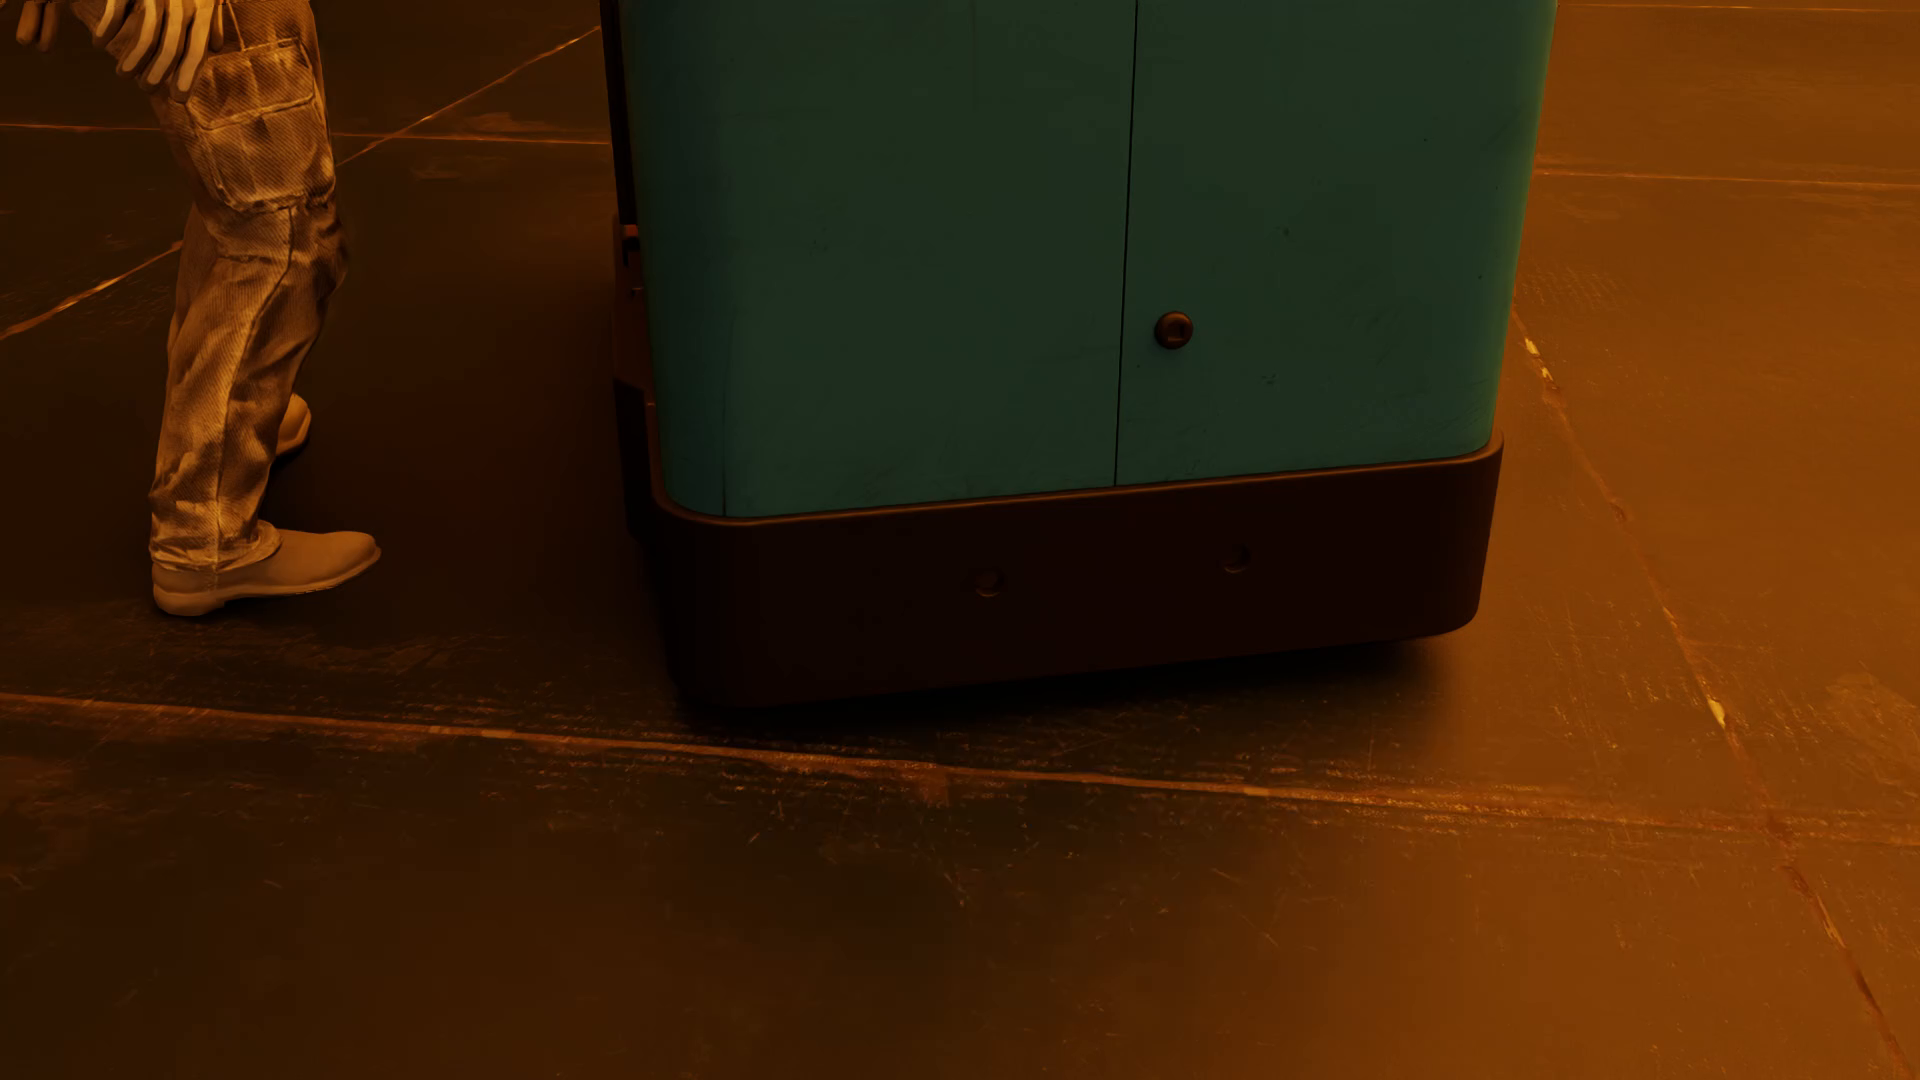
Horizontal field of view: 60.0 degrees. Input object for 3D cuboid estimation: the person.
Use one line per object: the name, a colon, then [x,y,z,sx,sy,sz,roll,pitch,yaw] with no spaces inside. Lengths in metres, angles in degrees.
person: [-1.000,-0.781,2.136,0.458,1.744,0.894,-17,31,-30]

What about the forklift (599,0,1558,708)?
forklift: [-0.119,-1.751,2.726,1.130,2.935,3.031,-5,27,-10]
